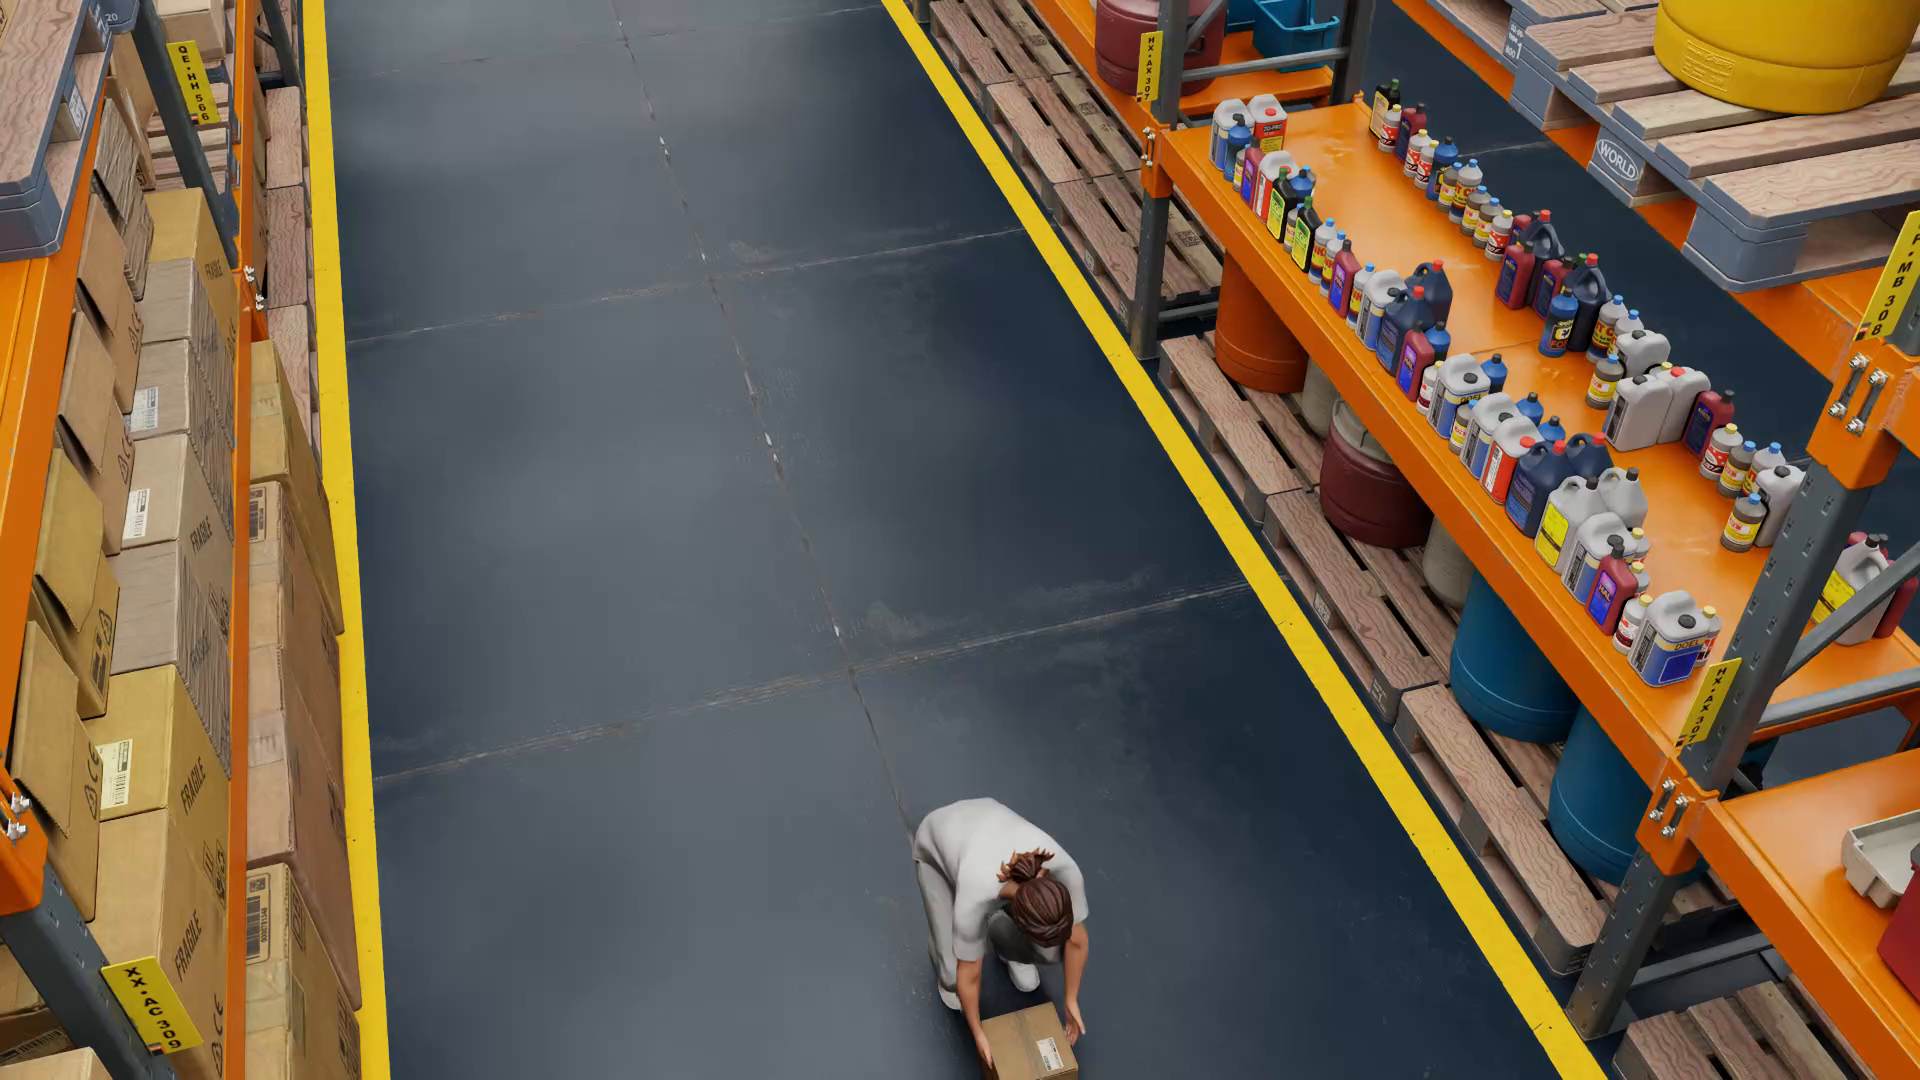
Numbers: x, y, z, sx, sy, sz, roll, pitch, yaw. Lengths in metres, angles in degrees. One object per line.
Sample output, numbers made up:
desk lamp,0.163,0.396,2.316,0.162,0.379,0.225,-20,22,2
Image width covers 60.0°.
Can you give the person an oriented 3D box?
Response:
person,0.133,1.200,5.387,0.484,0.951,0.791,-12,44,-13
